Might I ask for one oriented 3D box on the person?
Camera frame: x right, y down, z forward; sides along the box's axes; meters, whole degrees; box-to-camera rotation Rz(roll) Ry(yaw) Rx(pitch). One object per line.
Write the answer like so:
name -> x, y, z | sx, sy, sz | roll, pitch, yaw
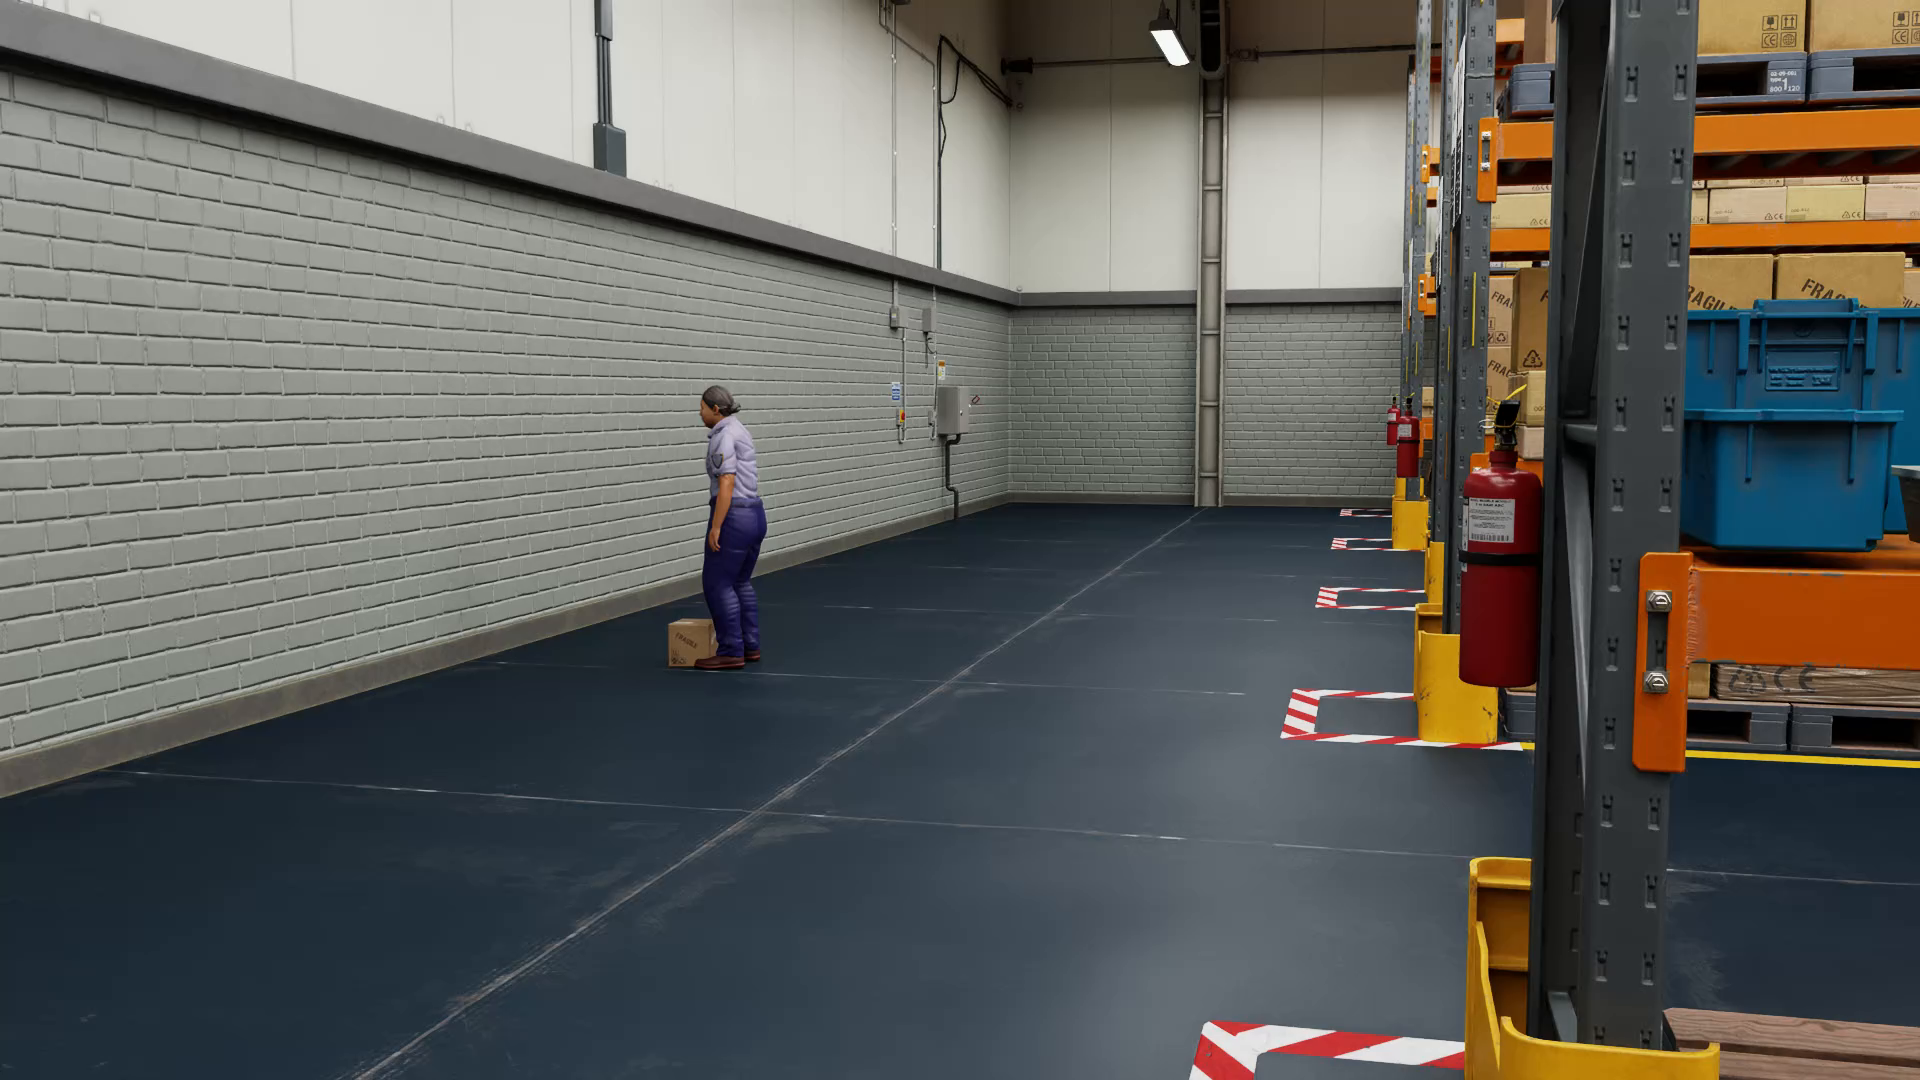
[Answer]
person -> -1.362, -0.082, 9.781 | 0.342, 1.651, 0.561 | 1, 5, 10
